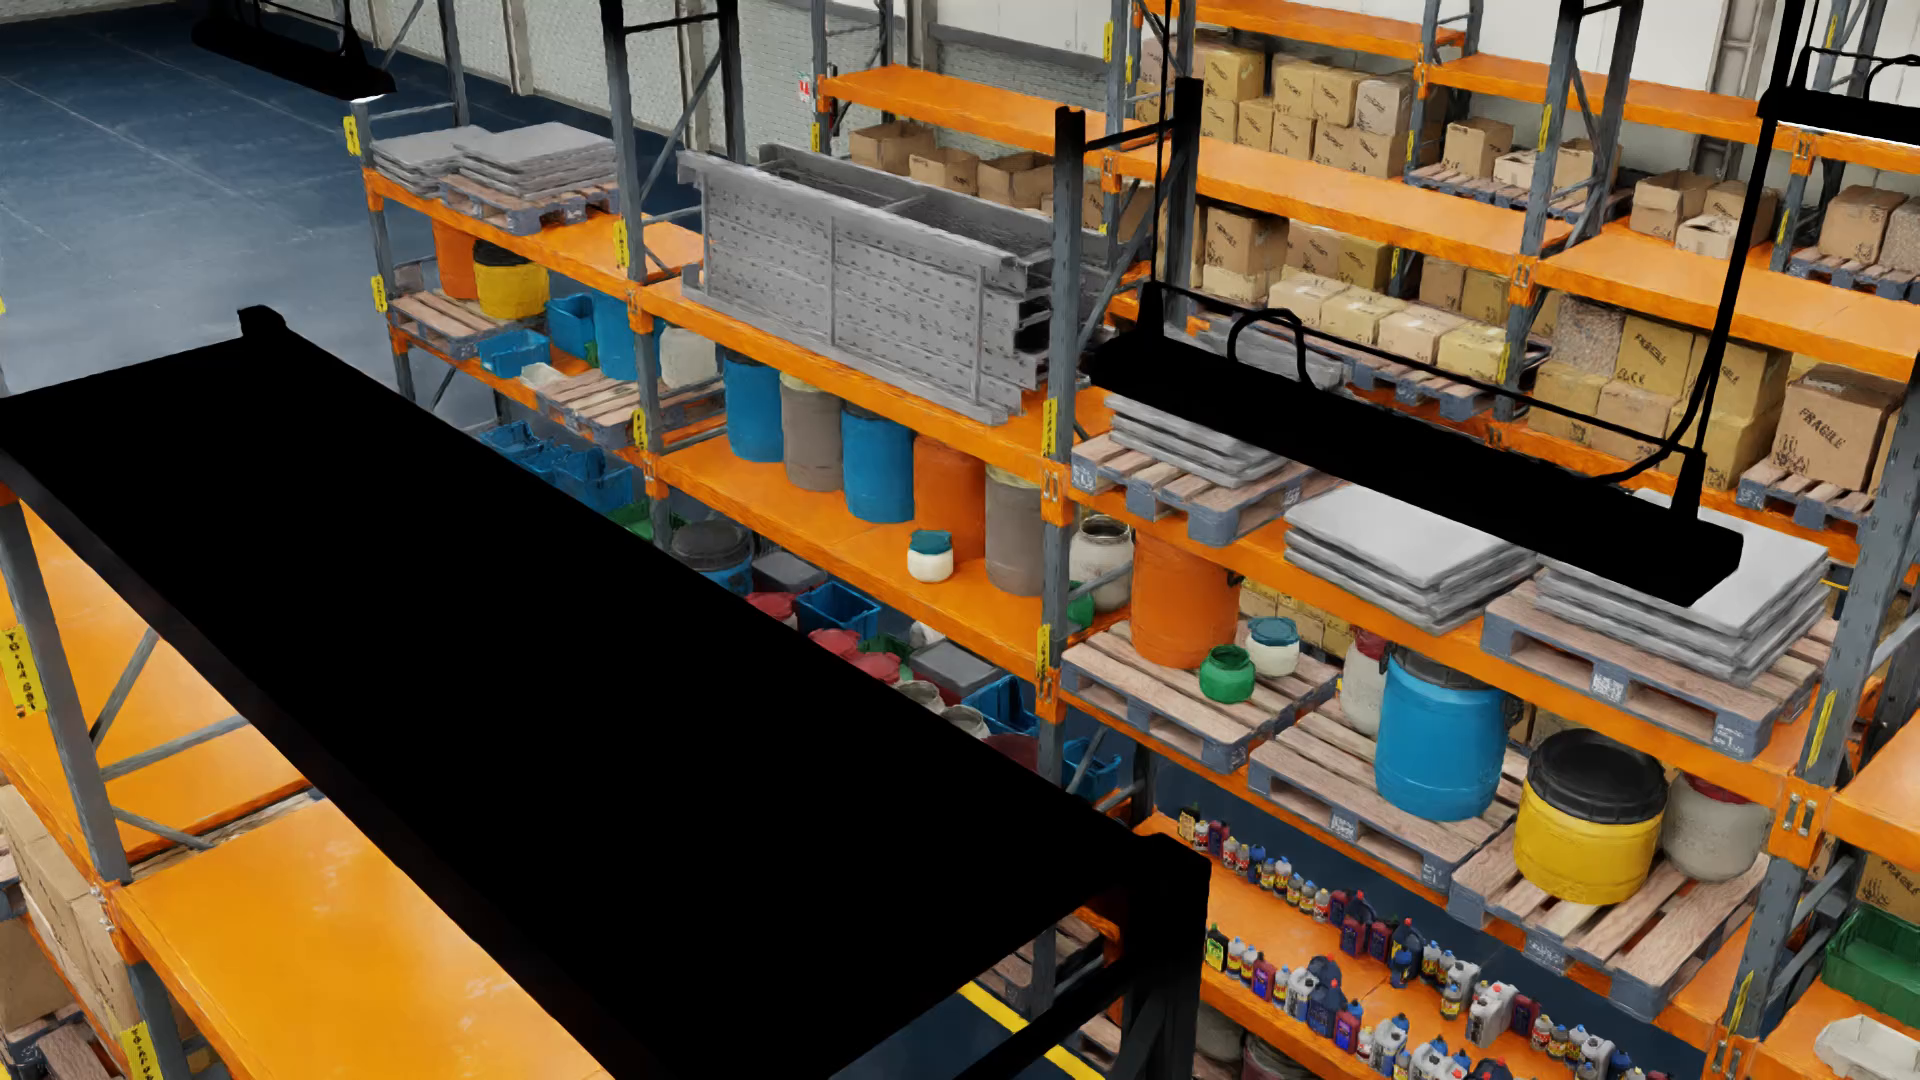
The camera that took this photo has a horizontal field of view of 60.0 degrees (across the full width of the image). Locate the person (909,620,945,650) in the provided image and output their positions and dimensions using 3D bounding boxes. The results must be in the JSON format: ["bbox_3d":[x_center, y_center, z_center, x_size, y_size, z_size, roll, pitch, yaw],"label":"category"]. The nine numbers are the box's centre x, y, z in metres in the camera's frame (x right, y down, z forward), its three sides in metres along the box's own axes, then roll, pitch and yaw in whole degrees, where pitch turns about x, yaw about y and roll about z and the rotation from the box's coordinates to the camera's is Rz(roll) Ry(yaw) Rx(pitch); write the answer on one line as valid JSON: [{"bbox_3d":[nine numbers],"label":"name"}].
[{"bbox_3d":[-0.126,1.093,12.983,0.577,1.751,0.955,-14,31,-25],"label":"person"}]
